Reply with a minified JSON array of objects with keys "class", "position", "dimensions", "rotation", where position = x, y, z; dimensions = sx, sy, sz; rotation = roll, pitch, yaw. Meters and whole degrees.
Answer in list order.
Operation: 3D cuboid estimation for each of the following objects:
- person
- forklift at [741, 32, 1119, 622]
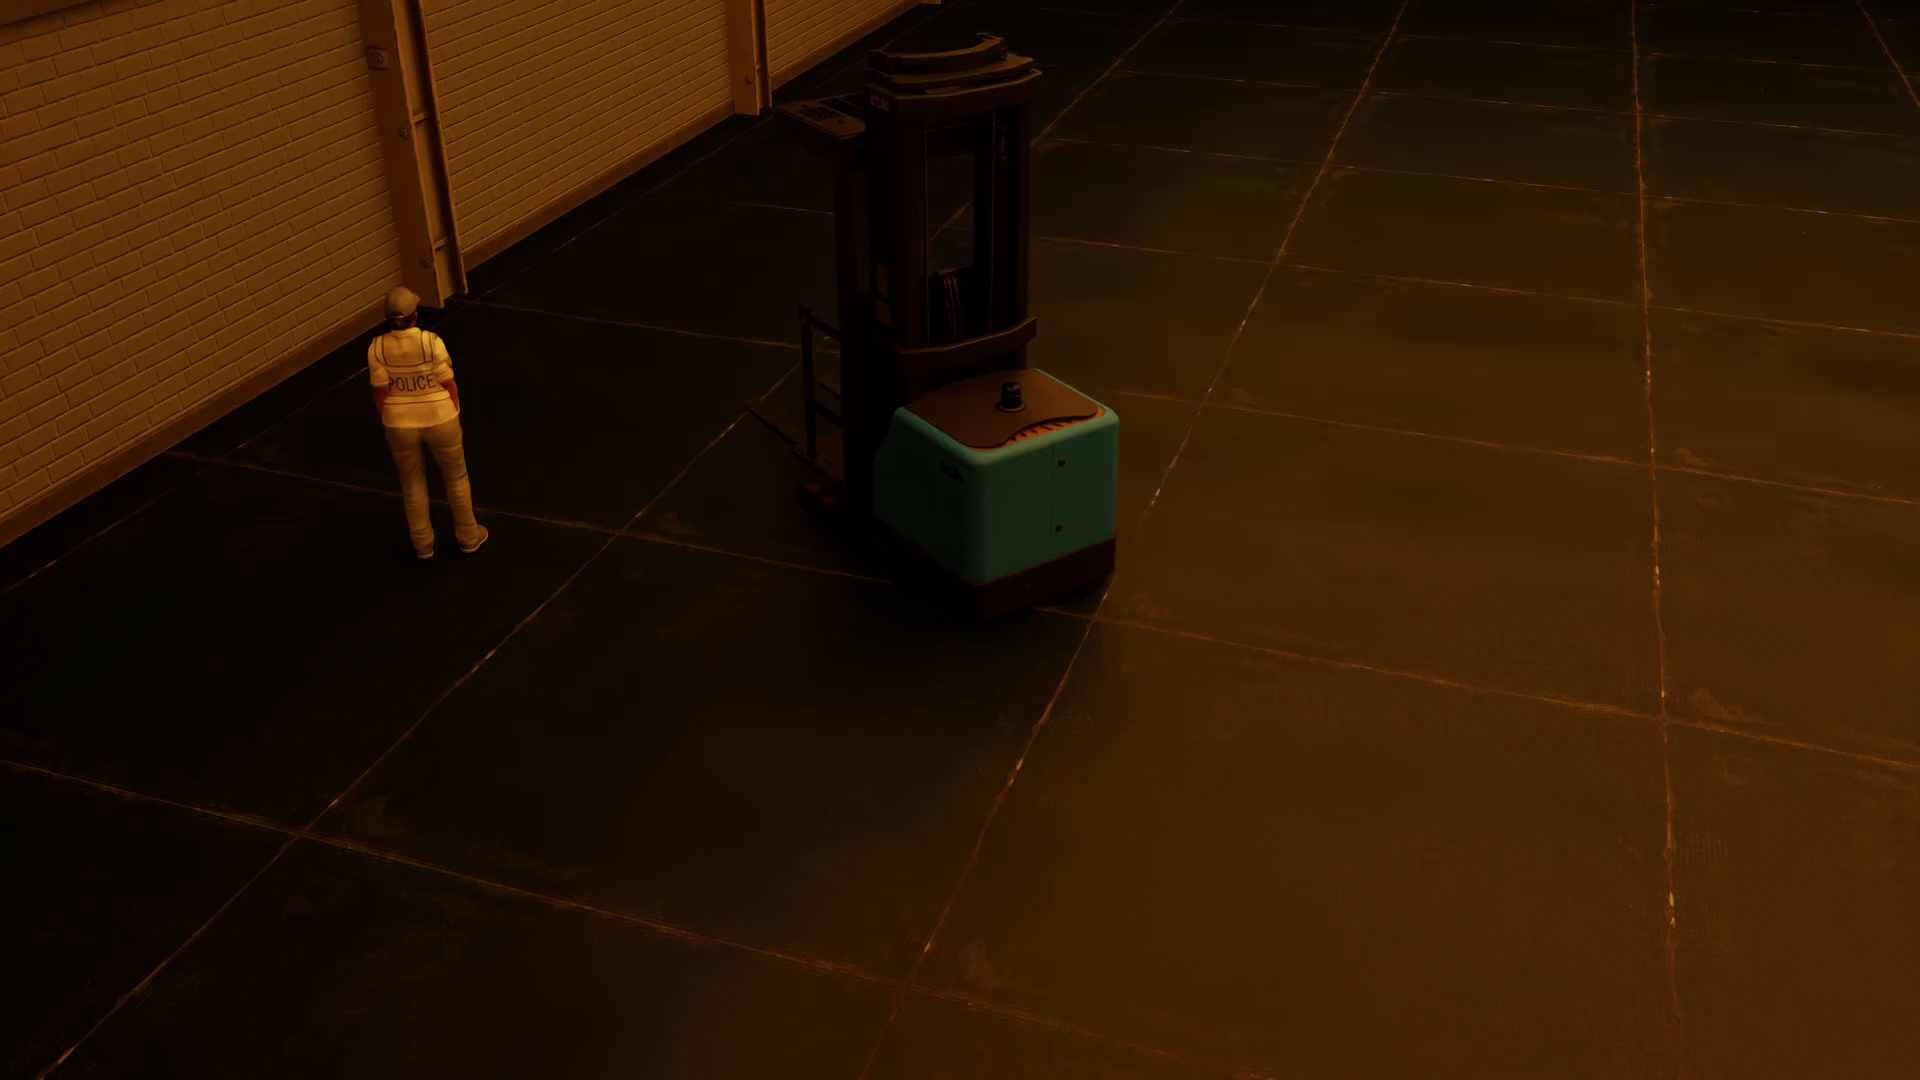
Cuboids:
[{"class":"person","position":[-3.093,-0.671,9.599],"dimensions":[0.487,1.668,0.395],"rotation":[-6,30,-10]},{"class":"forklift","position":[-0.355,-1.504,9.775],"dimensions":[1.130,2.935,3.031],"rotation":[-19,35,-30]}]
